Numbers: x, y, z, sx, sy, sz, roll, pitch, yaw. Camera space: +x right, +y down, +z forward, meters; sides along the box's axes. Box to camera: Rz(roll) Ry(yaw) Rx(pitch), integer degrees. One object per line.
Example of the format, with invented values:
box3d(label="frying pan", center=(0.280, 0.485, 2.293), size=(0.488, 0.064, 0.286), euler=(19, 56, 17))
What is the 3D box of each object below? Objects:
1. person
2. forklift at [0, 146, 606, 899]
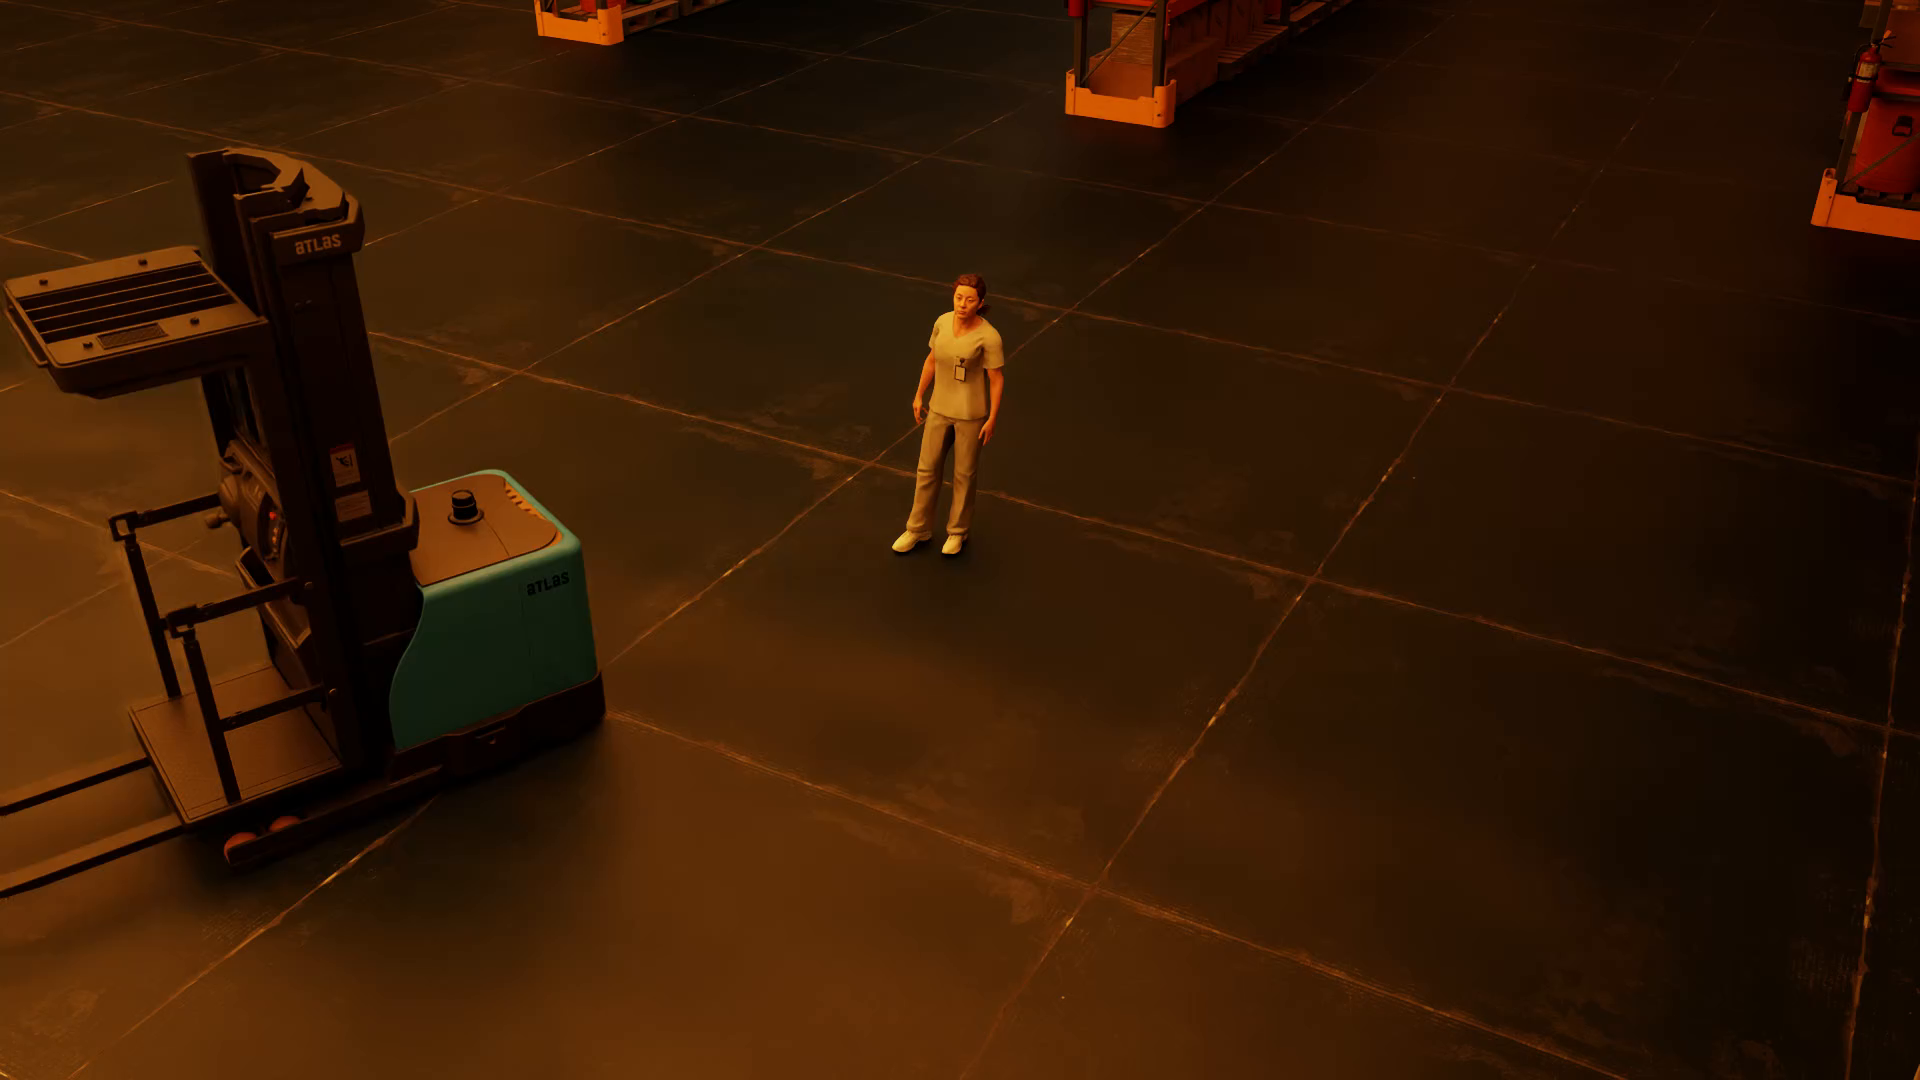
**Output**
box3d(label="person", center=(-0.048, -0.703, 9.530), size=(0.549, 1.673, 0.548), euler=(15, 33, 25))
box3d(label="forklift", center=(-3.270, -0.094, 7.233), size=(3.031, 2.935, 1.130), euler=(-20, 36, -31))
